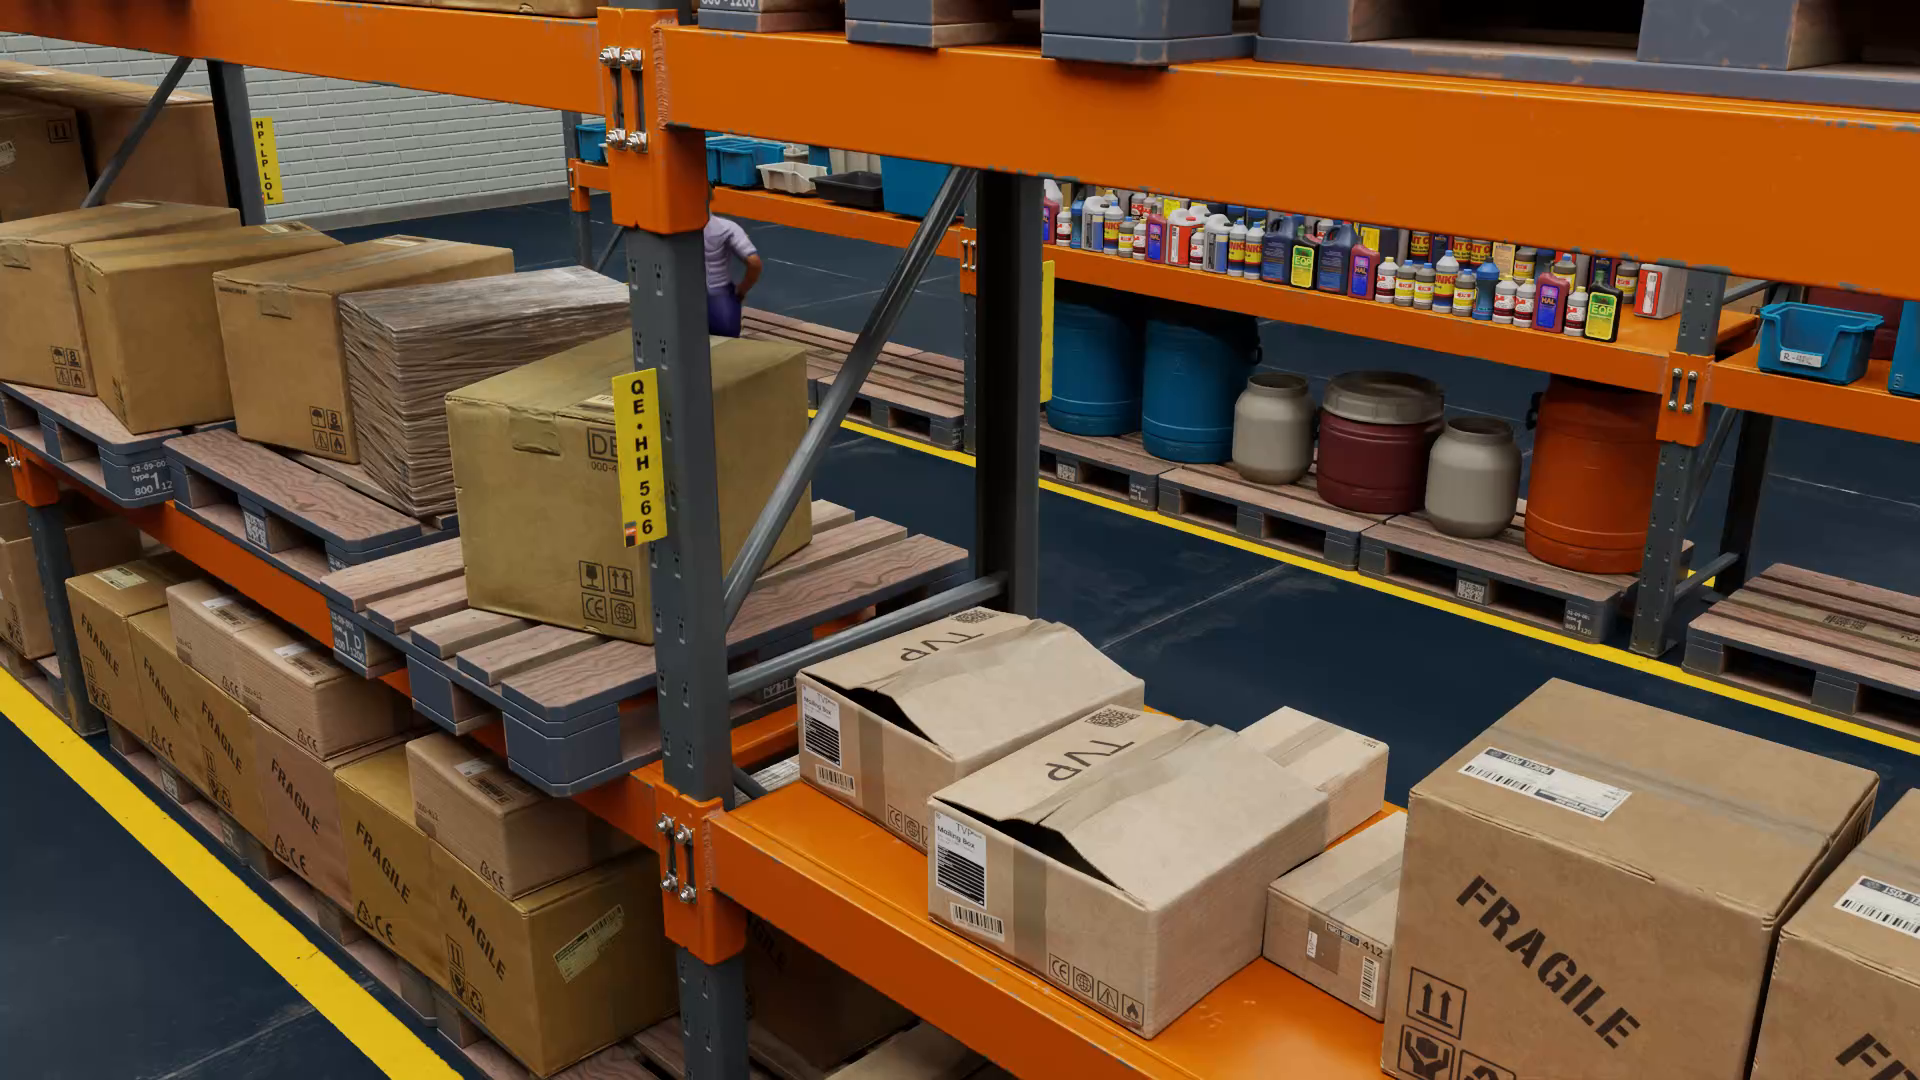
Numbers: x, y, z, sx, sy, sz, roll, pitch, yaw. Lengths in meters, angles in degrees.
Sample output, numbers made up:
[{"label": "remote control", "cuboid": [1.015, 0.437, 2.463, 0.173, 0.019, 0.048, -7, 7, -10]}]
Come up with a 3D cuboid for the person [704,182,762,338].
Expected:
[{"label": "person", "cuboid": [-1.477, -1.297, 9.611, 0.642, 1.616, 0.741, -4, 21, -12]}]
